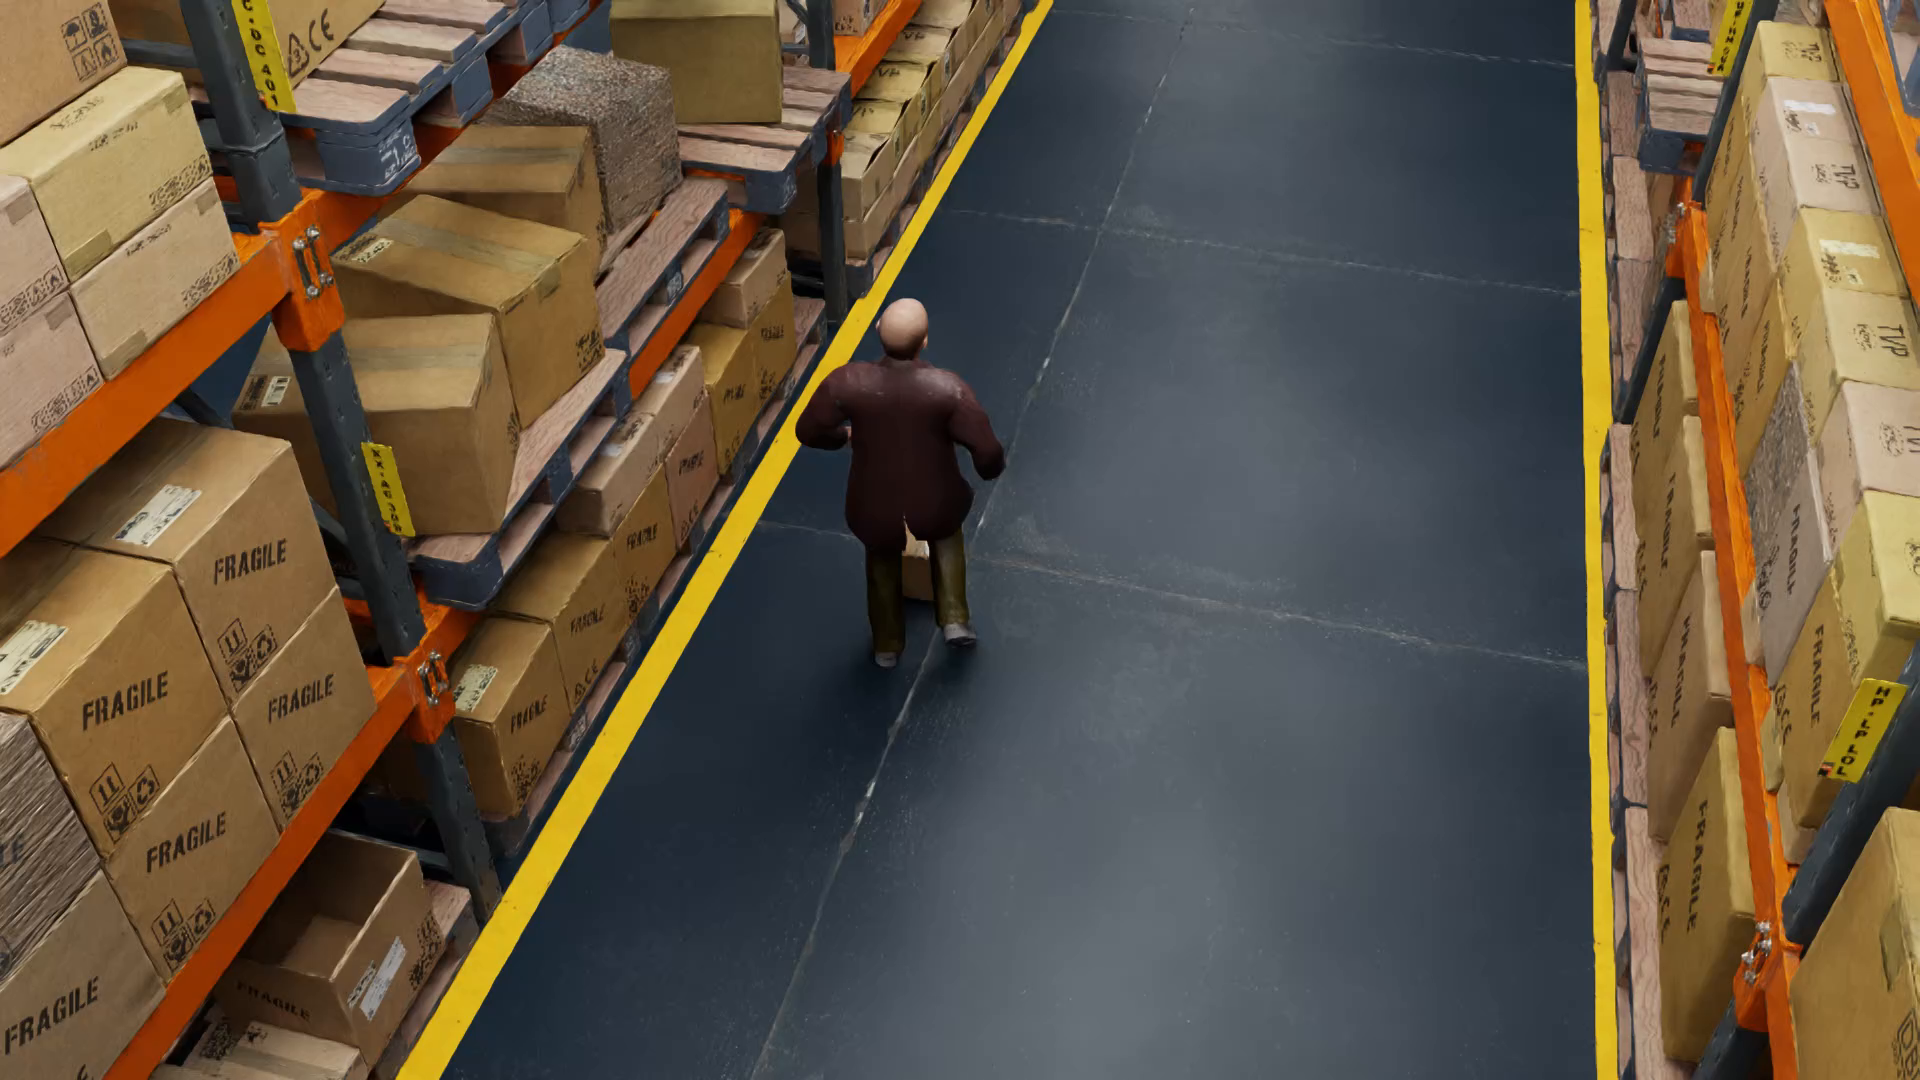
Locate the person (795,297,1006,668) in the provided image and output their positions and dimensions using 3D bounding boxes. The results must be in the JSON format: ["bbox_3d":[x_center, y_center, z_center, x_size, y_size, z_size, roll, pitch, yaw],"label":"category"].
[{"bbox_3d":[-0.220,-0.219,6.451,0.788,1.749,0.519,0,40,0],"label":"person"}]
